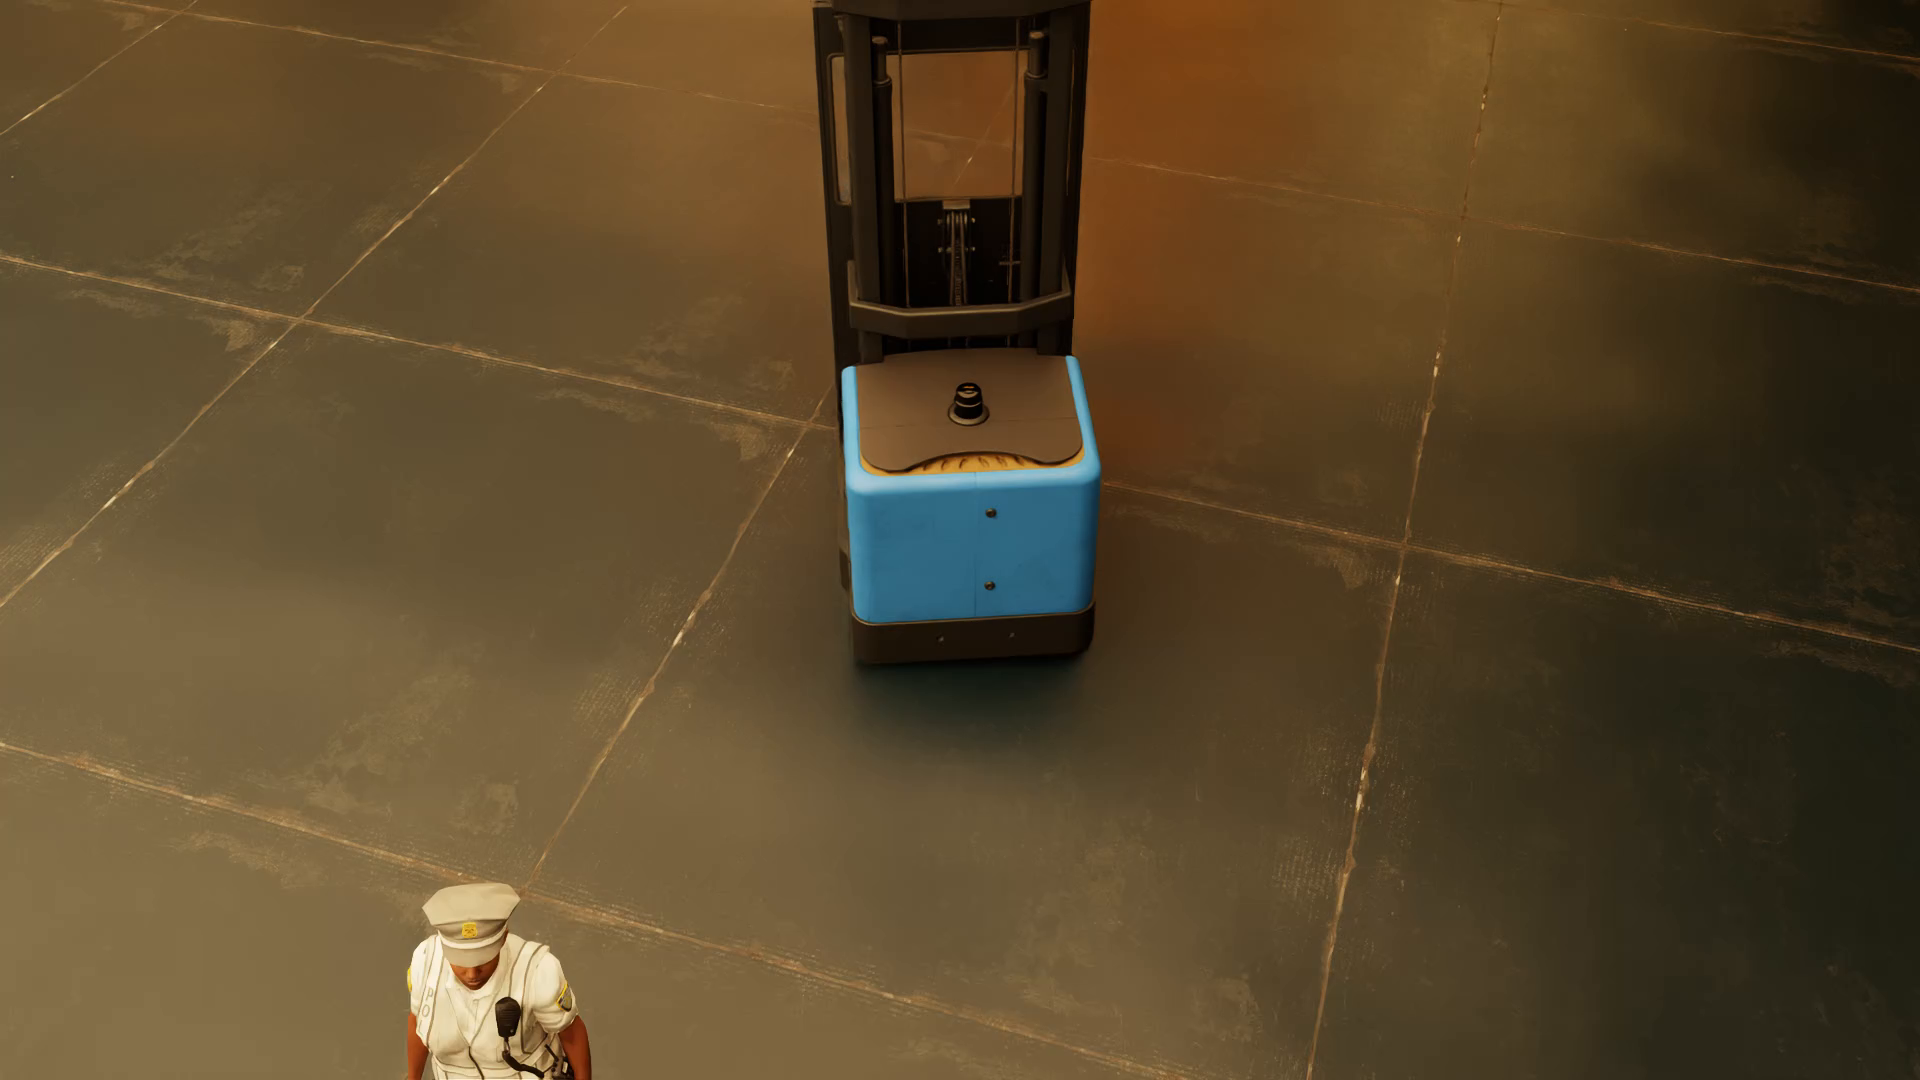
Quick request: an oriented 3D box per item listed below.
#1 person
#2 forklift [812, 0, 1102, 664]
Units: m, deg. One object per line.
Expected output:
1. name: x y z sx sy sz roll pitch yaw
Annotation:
1. person: -1.355 1.631 4.833 0.569 1.695 0.529 2 43 2
2. forklift: -0.054 -1.537 7.341 1.130 2.935 3.031 -3 43 -3
